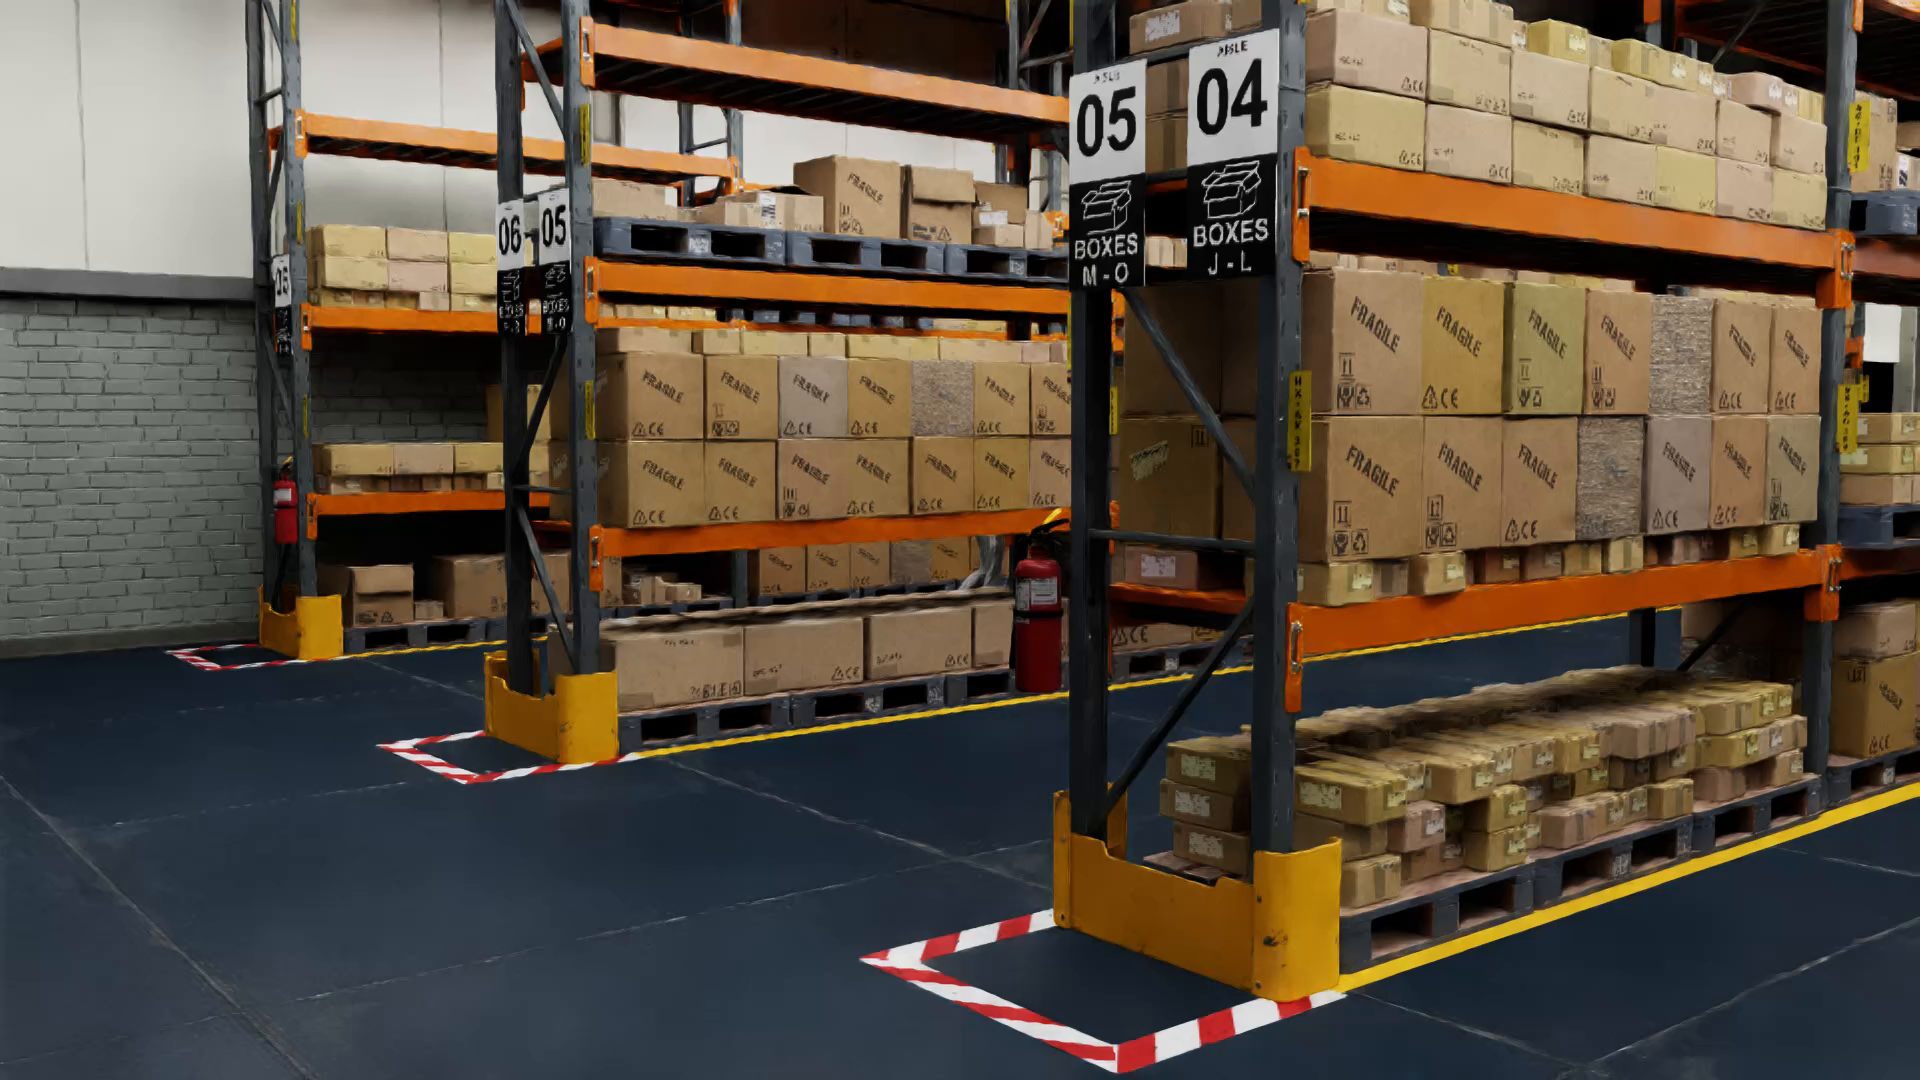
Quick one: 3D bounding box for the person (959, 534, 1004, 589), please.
[{"bbox_3d":[0.202,-0.062,15.462,0.585,1.670,0.510,-1,4,-7],"label":"person"}]
